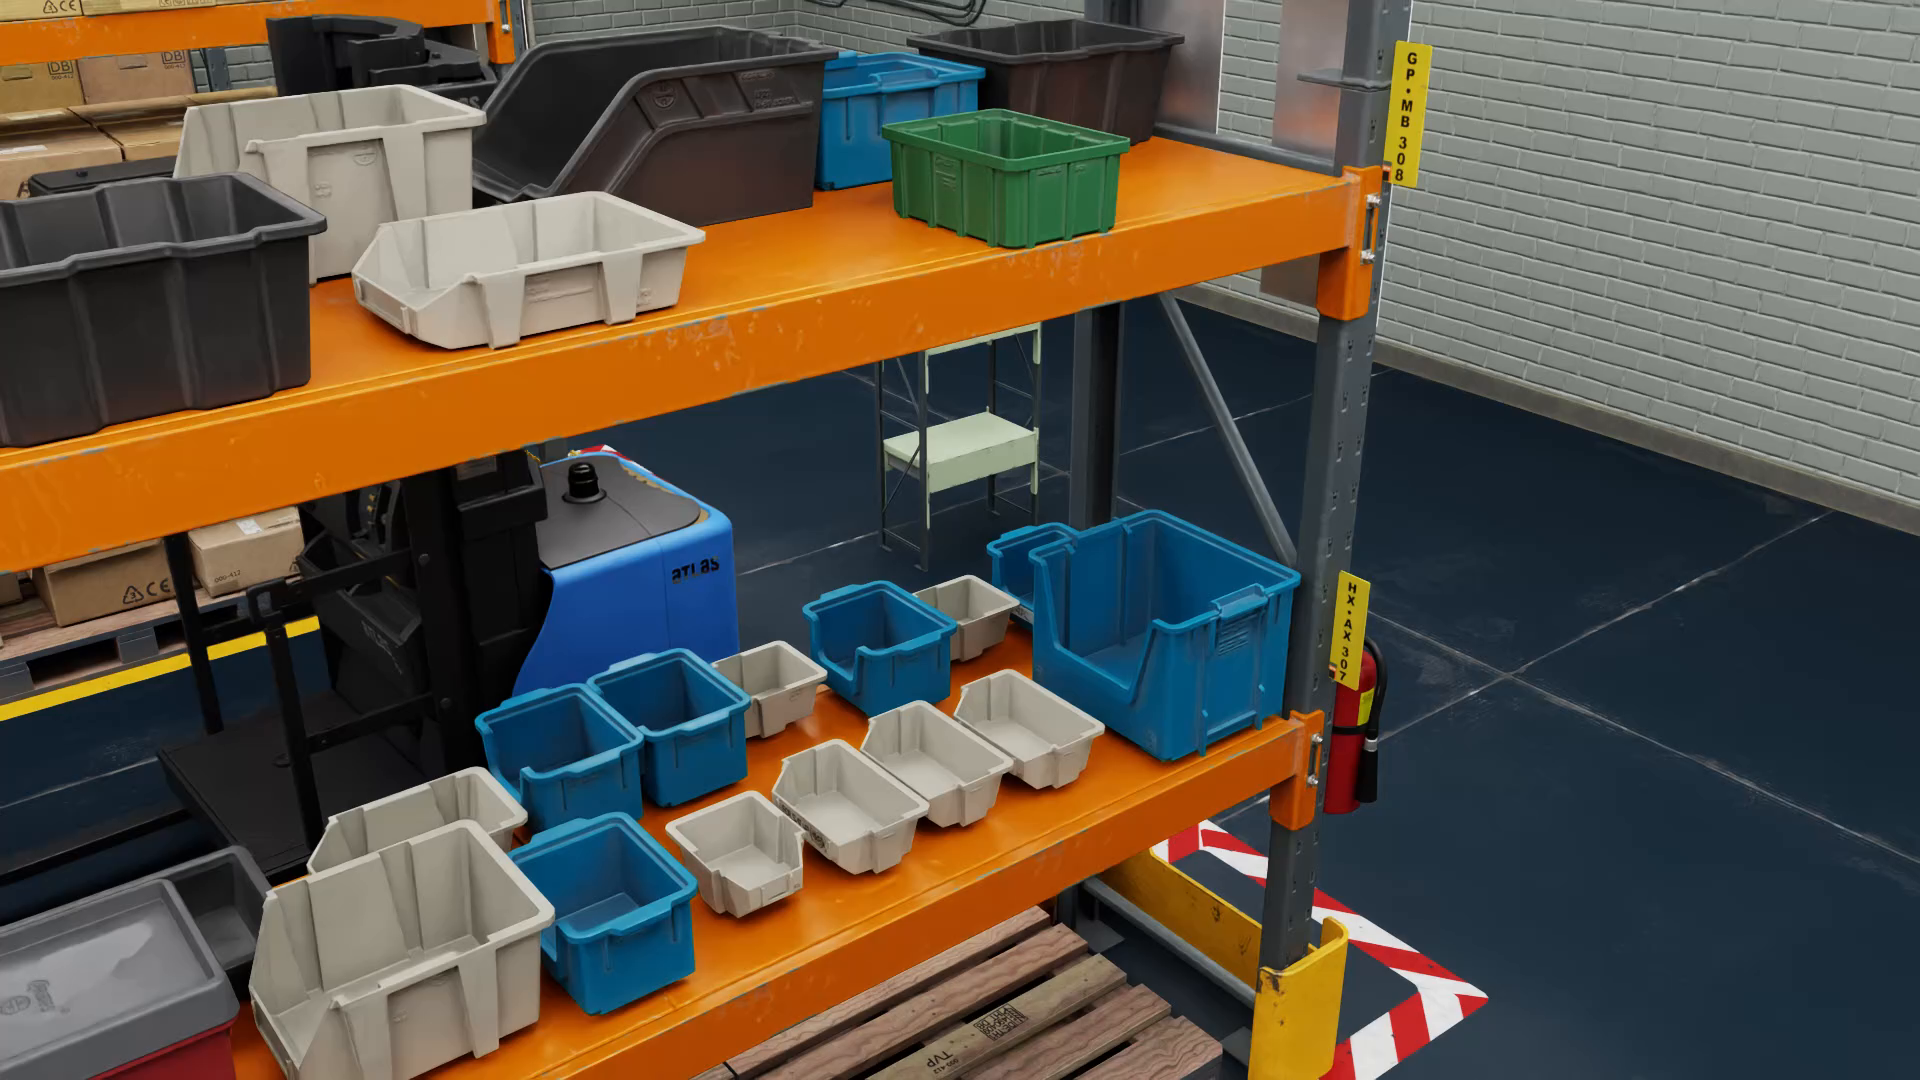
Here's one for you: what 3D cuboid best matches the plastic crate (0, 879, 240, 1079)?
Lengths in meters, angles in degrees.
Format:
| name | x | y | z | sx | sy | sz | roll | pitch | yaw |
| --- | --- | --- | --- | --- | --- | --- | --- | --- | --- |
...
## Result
| name | x | y | z | sx | sy | sz | roll | pitch | yaw |
| --- | --- | --- | --- | --- | --- | --- | --- | --- | --- |
| plastic crate | -1.598 | 0.974 | 2.940 | 0.583 | 0.464 | 0.402 | -18 | 31 | -34 |

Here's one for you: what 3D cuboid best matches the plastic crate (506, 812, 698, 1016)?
| name | x | y | z | sx | sy | sz | roll | pitch | yaw |
| --- | --- | --- | --- | --- | --- | --- | --- | --- | --- |
| plastic crate | -0.766 | 0.807 | 3.575 | 0.300 | 0.233 | 0.416 | -18 | 31 | -34 |

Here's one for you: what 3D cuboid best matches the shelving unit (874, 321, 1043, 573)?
| name | x | y | z | sx | sy | sz | roll | pitch | yaw |
| --- | --- | --- | --- | --- | --- | --- | --- | --- | --- |
| shelving unit | -0.005 | -0.679 | 8.431 | 0.755 | 1.500 | 0.431 | -18 | 31 | -34 |

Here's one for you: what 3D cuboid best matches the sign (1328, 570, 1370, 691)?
| name | x | y | z | sx | sy | sz | roll | pitch | yaw |
| --- | --- | --- | --- | --- | --- | --- | --- | --- | --- |
| sign | 1.045 | 0.244 | 4.467 | 0.005 | 0.325 | 0.100 | -18 | 31 | -34 |

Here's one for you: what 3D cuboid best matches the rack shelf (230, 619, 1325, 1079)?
| name | x | y | z | sx | sy | sz | roll | pitch | yaw |
| --- | --- | --- | --- | --- | --- | --- | --- | --- | --- |
| rack shelf | -0.882 | 0.986 | 3.917 | 4.000 | 0.370 | 1.077 | -18 | 31 | -34 |

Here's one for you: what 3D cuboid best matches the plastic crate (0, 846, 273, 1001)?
| name | x | y | z | sx | sy | sz | roll | pitch | yaw |
| --- | --- | --- | --- | --- | --- | --- | --- | --- | --- |
| plastic crate | -1.740 | 0.897 | 3.509 | 0.590 | 0.125 | 0.437 | -18 | 31 | -34 |

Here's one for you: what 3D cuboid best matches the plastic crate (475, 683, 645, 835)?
| name | x | y | z | sx | sy | sz | roll | pitch | yaw |
| --- | --- | --- | --- | --- | --- | --- | --- | --- | --- |
| plastic crate | -0.977 | 0.564 | 4.099 | 0.300 | 0.233 | 0.416 | -18 | 31 | -34 |

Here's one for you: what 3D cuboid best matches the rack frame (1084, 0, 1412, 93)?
| name | x | y | z | sx | sy | sz | roll | pitch | yaw |
| --- | --- | --- | --- | --- | --- | --- | --- | --- | --- |
| rack frame | 0.692 | -2.581 | 3.622 | 0.127 | 3.000 | 1.000 | -18 | 31 | -34 |

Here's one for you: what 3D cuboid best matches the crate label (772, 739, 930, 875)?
| name | x | y | z | sx | sy | sz | roll | pitch | yaw |
| --- | --- | --- | --- | --- | --- | --- | --- | --- | --- |
| crate label | -0.279 | 0.655 | 4.017 | 0.243 | 0.136 | 0.396 | -18 | 31 | -34 |

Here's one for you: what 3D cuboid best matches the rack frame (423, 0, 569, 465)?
| name | x | y | z | sx | sy | sz | roll | pitch | yaw |
| --- | --- | --- | --- | --- | --- | --- | --- | --- | --- |
| rack frame | -2.361 | -1.502 | 8.422 | 0.127 | 3.000 | 1.000 | -18 | 31 | -34 |

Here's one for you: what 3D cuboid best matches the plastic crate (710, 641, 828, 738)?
| name | x | y | z | sx | sy | sz | roll | pitch | yaw |
| --- | --- | --- | --- | --- | --- | --- | --- | --- | --- |
| plastic crate | -0.542 | 0.420 | 4.524 | 0.298 | 0.136 | 0.250 | -18 | 31 | -34 |

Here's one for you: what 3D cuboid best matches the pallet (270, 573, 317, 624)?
| name | x | y | z | sx | sy | sz | roll | pitch | yaw |
| --- | --- | --- | --- | --- | --- | --- | --- | --- | --- |
| pallet | -3.048 | -0.009 | 8.520 | 1.213 | 0.211 | 1.003 | -18 | 31 | -34 |

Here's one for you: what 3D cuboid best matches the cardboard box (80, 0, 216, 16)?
| name | x | y | z | sx | sy | sz | roll | pitch | yaw |
| --- | --- | --- | --- | --- | --- | --- | --- | --- | --- |
| cardboard box | -3.388 | -2.313 | 6.786 | 0.500 | 0.250 | 0.500 | -18 | 31 | -34 |

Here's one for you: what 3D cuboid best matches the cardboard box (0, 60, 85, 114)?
| name | x | y | z | sx | sy | sz | roll | pitch | yaw |
| --- | --- | --- | --- | --- | --- | --- | --- | --- | --- |
| cardboard box | -6.382 | -2.949 | 11.185 | 0.700 | 0.700 | 0.980 | -19 | 31 | -34 |

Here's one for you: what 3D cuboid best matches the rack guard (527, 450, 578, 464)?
| name | x | y | z | sx | sy | sz | roll | pitch | yaw |
| --- | --- | --- | --- | --- | --- | --- | --- | --- | --- |
| rack guard | -2.421 | -0.348 | 8.906 | 0.348 | 0.500 | 1.175 | -18 | 31 | -34 |

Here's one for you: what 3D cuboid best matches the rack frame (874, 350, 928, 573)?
| name | x | y | z | sx | sy | sz | roll | pitch | yaw |
| --- | --- | --- | --- | --- | --- | --- | --- | --- | --- |
| rack frame | -0.293 | -0.583 | 8.226 | 0.023 | 1.500 | 0.400 | -18 | 31 | -34 |

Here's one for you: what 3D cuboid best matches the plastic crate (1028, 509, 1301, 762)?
| name | x | y | z | sx | sy | sz | roll | pitch | yaw |
| --- | --- | --- | --- | --- | --- | --- | --- | --- | --- |
| plastic crate | 0.544 | 0.246 | 4.544 | 0.499 | 0.435 | 0.616 | -18 | 31 | -34 |

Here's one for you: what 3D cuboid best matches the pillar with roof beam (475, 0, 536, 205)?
| name | x | y | z | sx | sy | sz | roll | pitch | yaw |
| --- | --- | --- | --- | --- | --- | --- | --- | --- | --- |
| pillar with roof beam | -1.174 | -5.425 | 9.749 | 0.400 | 9.000 | 9.100 | -18 | 31 | -34 |

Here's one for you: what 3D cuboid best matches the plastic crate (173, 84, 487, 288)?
| name | x | y | z | sx | sy | sz | roll | pitch | yaw |
| --- | --- | --- | --- | --- | --- | --- | --- | --- | --- |
| plastic crate | -1.242 | -0.693 | 3.258 | 0.530 | 0.282 | 0.437 | -18 | 31 | -34 |

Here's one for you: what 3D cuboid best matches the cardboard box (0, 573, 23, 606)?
| name | x | y | z | sx | sy | sz | roll | pitch | yaw |
| --- | --- | --- | --- | --- | --- | --- | --- | --- | --- |
| cardboard box | -4.645 | 0.121 | 7.598 | 0.500 | 0.311 | 0.500 | -18 | 31 | -34 |

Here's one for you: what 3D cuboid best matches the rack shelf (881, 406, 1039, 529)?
| name | x | y | z | sx | sy | sz | roll | pitch | yaw |
| --- | --- | --- | --- | --- | --- | --- | --- | --- | --- |
| rack shelf | -0.005 | -0.383 | 8.568 | 0.720 | 0.370 | 0.431 | -18 | 31 | -34 |

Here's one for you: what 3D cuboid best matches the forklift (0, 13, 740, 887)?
| name | x | y | z | sx | sy | sz | roll | pitch | yaw |
| --- | --- | --- | --- | --- | --- | --- | --- | --- | --- |
| forklift | -2.308 | -0.191 | 5.679 | 3.031 | 2.935 | 1.130 | -20 | 32 | -37 |

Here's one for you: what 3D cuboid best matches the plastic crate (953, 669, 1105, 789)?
| name | x | y | z | sx | sy | sz | roll | pitch | yaw |
| --- | --- | --- | --- | --- | --- | --- | --- | --- | --- |
| plastic crate | 0.162 | 0.504 | 4.342 | 0.243 | 0.136 | 0.396 | -18 | 31 | -34 |

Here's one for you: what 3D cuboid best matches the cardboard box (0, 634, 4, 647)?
| name | x | y | z | sx | sy | sz | roll | pitch | yaw |
| --- | --- | --- | --- | --- | --- | --- | --- | --- | --- |
| cardboard box | -4.371 | 0.358 | 7.259 | 0.250 | 0.166 | 0.380 | -18 | 31 | -34 |

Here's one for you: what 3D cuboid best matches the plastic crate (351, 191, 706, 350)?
| name | x | y | z | sx | sy | sz | roll | pitch | yaw |
| --- | --- | --- | --- | --- | --- | --- | --- | --- | --- |
| plastic crate | -0.781 | -0.482 | 2.975 | 0.530 | 0.136 | 0.437 | -18 | 31 | -34 |

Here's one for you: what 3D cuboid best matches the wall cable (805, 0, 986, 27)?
| name | x | y | z | sx | sy | sz | roll | pitch | yaw |
| --- | --- | --- | --- | --- | --- | --- | --- | --- | --- |
| wall cable | -0.750 | -5.805 | 14.258 | 0.112 | 2.526 | 3.097 | -18 | 31 | -34 |

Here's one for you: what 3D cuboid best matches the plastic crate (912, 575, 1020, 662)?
| name | x | y | z | sx | sy | sz | roll | pitch | yaw |
| --- | --- | --- | --- | --- | --- | --- | --- | --- | --- |
| plastic crate | -0.009 | 0.244 | 4.904 | 0.298 | 0.136 | 0.250 | -18 | 31 | -34 |

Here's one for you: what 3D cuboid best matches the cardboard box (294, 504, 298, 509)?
| name | x | y | z | sx | sy | sz | roll | pitch | yaw |
| --- | --- | --- | --- | --- | --- | --- | --- | --- | --- |
| cardboard box | -3.358 | -0.277 | 8.527 | 0.500 | 0.250 | 0.500 | -18 | 31 | -34 |

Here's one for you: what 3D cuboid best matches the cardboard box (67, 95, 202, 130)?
| name | x | y | z | sx | sy | sz | roll | pitch | yaw |
| --- | --- | --- | --- | --- | --- | --- | --- | --- | --- |
| cardboard box | -3.677 | -1.706 | 7.556 | 0.500 | 0.500 | 0.500 | -18 | 30 | -33 |

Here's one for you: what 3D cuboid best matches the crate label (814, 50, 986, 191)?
| name | x | y | z | sx | sy | sz | roll | pitch | yaw |
| --- | --- | --- | --- | --- | --- | --- | --- | --- | --- |
| crate label | -0.233 | -1.020 | 3.999 | 0.502 | 0.251 | 0.408 | -18 | 31 | -34 |

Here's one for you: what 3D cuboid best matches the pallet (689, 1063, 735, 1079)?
| name | x | y | z | sx | sy | sz | roll | pitch | yaw |
| --- | --- | --- | --- | --- | --- | --- | --- | --- | --- |
| pallet | -0.940 | 1.922 | 4.359 | 1.213 | 0.211 | 1.003 | -18 | 31 | -34 |

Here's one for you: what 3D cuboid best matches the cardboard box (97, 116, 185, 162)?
| name | x | y | z | sx | sy | sz | roll | pitch | yaw |
| --- | --- | --- | --- | --- | --- | --- | --- | --- | --- |
| cardboard box | -3.344 | -1.526 | 7.169 | 0.500 | 0.500 | 0.500 | -17 | 30 | -33 |

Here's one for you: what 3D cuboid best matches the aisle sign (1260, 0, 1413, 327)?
| name | x | y | z | sx | sy | sz | roll | pitch | yaw |
| --- | --- | --- | --- | --- | --- | --- | --- | --- | --- |
| aisle sign | 0.930 | -0.961 | 4.169 | 0.004 | 0.787 | 0.394 | -18 | 31 | -34 |

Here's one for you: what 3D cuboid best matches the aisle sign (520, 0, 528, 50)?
| name | x | y | z | sx | sy | sz | roll | pitch | yaw |
| --- | --- | --- | --- | --- | --- | --- | --- | --- | --- |
| aisle sign | -2.119 | -2.597 | 7.695 | 0.004 | 0.787 | 0.394 | -18 | 31 | -34 |
